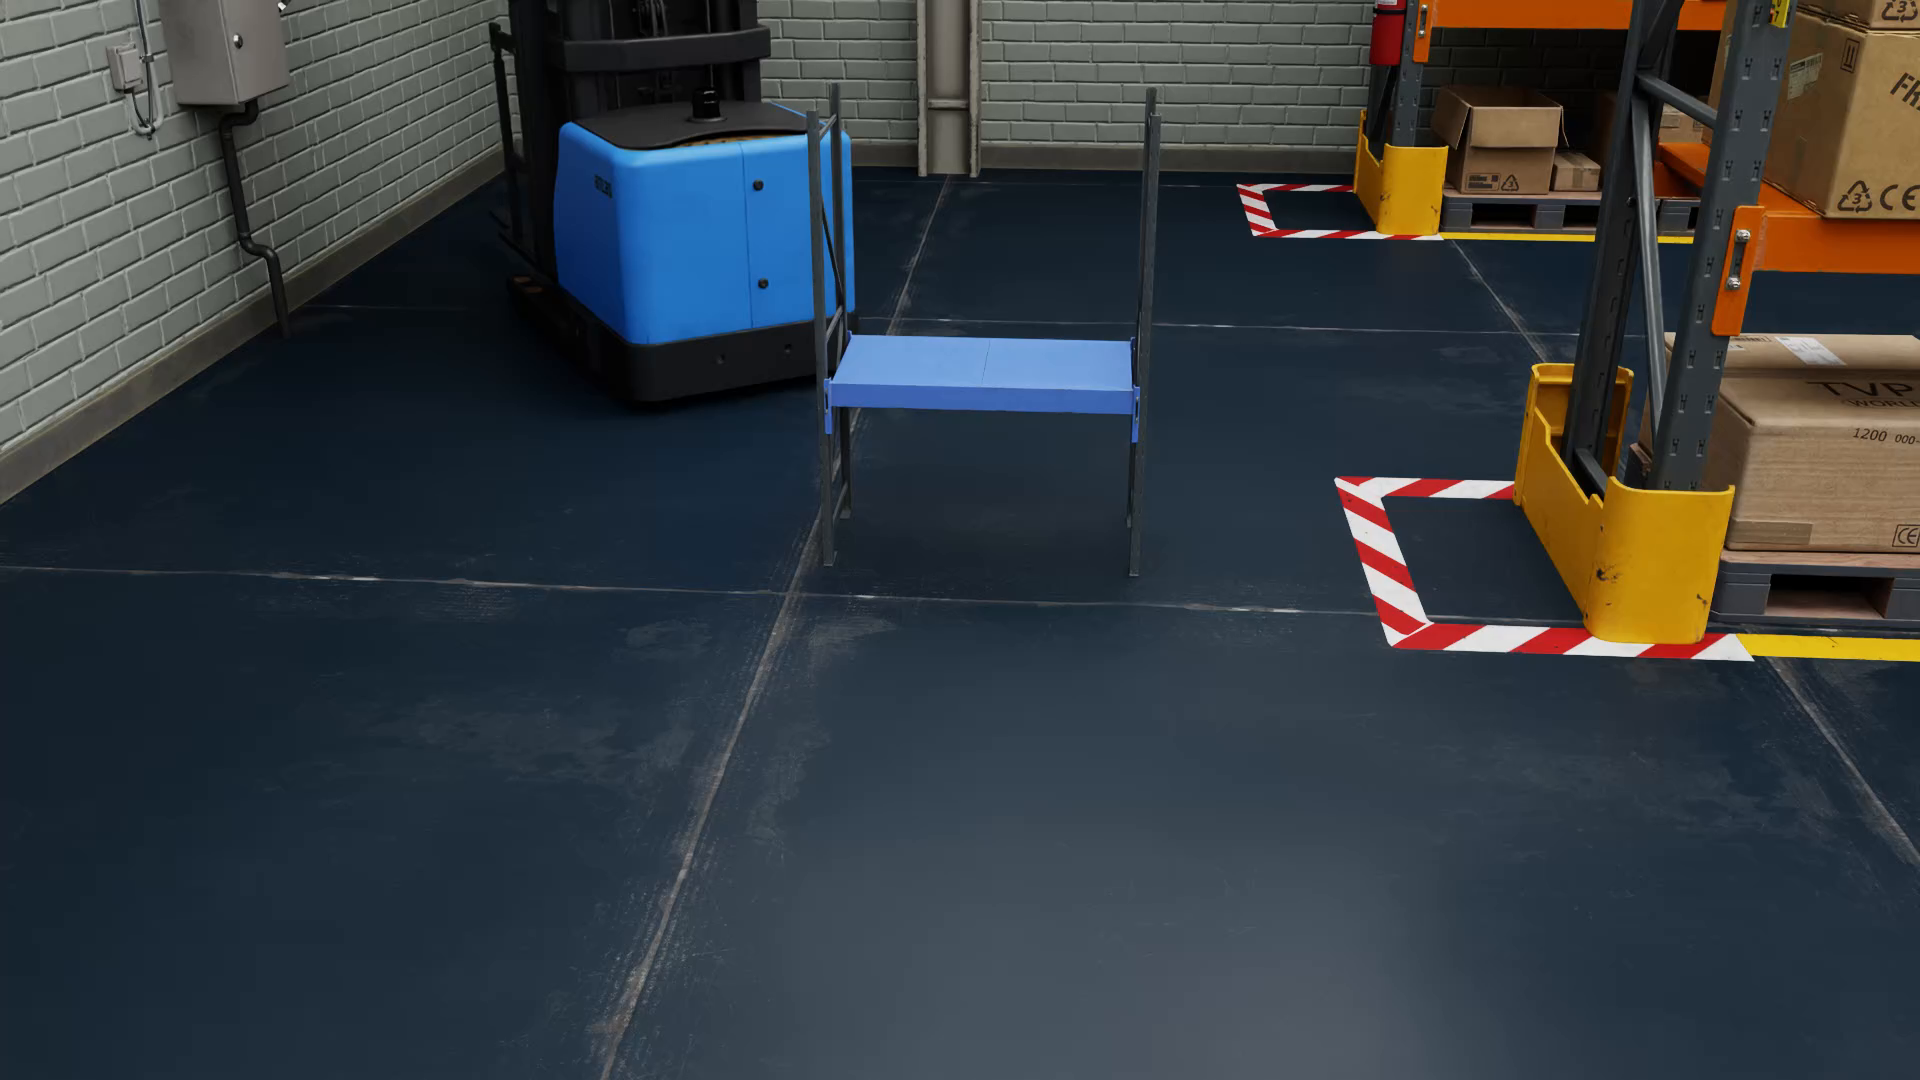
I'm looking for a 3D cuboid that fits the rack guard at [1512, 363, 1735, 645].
[{"bbox_3d":[2.150,-0.155,5.488,0.348,0.500,1.175,2,25,4],"label":"rack guard"}]

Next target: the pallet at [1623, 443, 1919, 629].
[{"bbox_3d":[2.977,-0.030,5.562,1.213,0.211,1.003,2,25,4],"label":"pallet"}]

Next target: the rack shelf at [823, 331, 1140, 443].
[{"bbox_3d":[0.085,-0.515,5.506,1.000,0.185,0.538,2,25,4],"label":"rack shelf"}]

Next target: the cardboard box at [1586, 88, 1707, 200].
[{"bbox_3d":[4.002,-2.311,9.672,0.500,0.500,0.700,3,25,6],"label":"cardboard box"}]

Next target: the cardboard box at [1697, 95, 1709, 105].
[{"bbox_3d":[4.522,-2.252,9.544,0.500,0.500,0.500,2,25,5],"label":"cardboard box"}]

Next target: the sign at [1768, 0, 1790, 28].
[{"bbox_3d":[2.126,-1.488,4.264,0.005,0.325,0.100,2,25,4],"label":"sign"}]

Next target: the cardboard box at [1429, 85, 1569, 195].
[{"bbox_3d":[3.153,-2.356,9.766,0.637,0.503,0.797,1,25,2],"label":"cardboard box"}]

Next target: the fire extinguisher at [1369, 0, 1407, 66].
[{"bbox_3d":[2.368,-2.966,9.146,0.183,0.674,0.296,2,25,4],"label":"fire extinguisher"}]

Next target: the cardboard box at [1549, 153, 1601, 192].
[{"bbox_3d":[3.574,-2.165,9.775,0.250,0.149,0.380,1,25,2],"label":"cardboard box"}]

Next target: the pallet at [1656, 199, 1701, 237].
[{"bbox_3d":[4.634,-2.024,9.896,1.213,0.211,1.003,2,25,4],"label":"pallet"}]

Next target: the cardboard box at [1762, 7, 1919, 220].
[{"bbox_3d":[2.631,-1.200,4.649,0.500,0.500,0.500,2,25,4],"label":"cardboard box"}]

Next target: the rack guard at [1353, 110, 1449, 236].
[{"bbox_3d":[2.626,-2.220,9.977,0.348,0.500,1.175,2,25,4],"label":"rack guard"}]

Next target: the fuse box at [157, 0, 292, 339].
[{"bbox_3d":[-3.144,-1.746,7.497,0.414,1.711,0.539,2,25,4],"label":"fuse box"}]

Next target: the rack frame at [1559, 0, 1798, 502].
[{"bbox_3d":[2.174,-1.289,4.964,0.127,3.000,1.000,2,25,4],"label":"rack frame"}]

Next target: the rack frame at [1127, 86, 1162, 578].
[{"bbox_3d":[0.592,-0.662,5.395,0.032,1.500,0.500,2,25,4],"label":"rack frame"}]

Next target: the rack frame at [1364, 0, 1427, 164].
[{"bbox_3d":[2.550,-3.358,9.460,0.127,3.000,1.000,2,25,4],"label":"rack frame"}]

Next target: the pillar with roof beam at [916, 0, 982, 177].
[{"bbox_3d":[-0.398,-4.751,5.311,0.400,9.000,9.100,2,25,4],"label":"pillar with roof beam"}]

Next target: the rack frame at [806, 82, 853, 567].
[{"bbox_3d":[-0.422,-0.695,5.466,0.032,1.500,0.500,2,25,4],"label":"rack frame"}]

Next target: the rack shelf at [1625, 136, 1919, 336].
[{"bbox_3d":[4.168,-0.899,4.975,4.000,0.370,1.077,2,25,4],"label":"rack shelf"}]

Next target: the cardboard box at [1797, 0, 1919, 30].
[{"bbox_3d":[2.631,-1.655,4.442,0.500,0.500,0.500,1,25,3],"label":"cardboard box"}]

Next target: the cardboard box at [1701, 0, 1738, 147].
[{"bbox_3d":[2.675,-1.430,5.149,0.500,0.500,0.500,2,25,4],"label":"cardboard box"}]

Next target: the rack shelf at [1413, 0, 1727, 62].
[{"bbox_3d":[4.545,-2.968,9.471,4.000,0.370,1.077,2,25,4],"label":"rack shelf"}]

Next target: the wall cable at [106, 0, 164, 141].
[{"bbox_3d":[-3.353,-2.513,6.408,0.122,1.984,0.588,2,25,4],"label":"wall cable"}]

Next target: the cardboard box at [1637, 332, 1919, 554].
[{"bbox_3d":[2.840,-0.337,5.456,0.875,0.438,0.875,1,25,2],"label":"cardboard box"}]

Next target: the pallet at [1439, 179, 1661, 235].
[{"bbox_3d":[3.421,-2.064,9.983,1.213,0.211,1.003,2,25,4],"label":"pallet"}]

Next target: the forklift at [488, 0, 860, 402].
[{"bbox_3d":[-1.584,-2.476,7.625,1.130,2.935,3.031,-13,28,-26],"label":"forklift"}]

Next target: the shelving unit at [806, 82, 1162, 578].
[{"bbox_3d":[0.085,-0.679,5.431,1.048,1.500,0.538,2,25,4],"label":"shelving unit"}]
